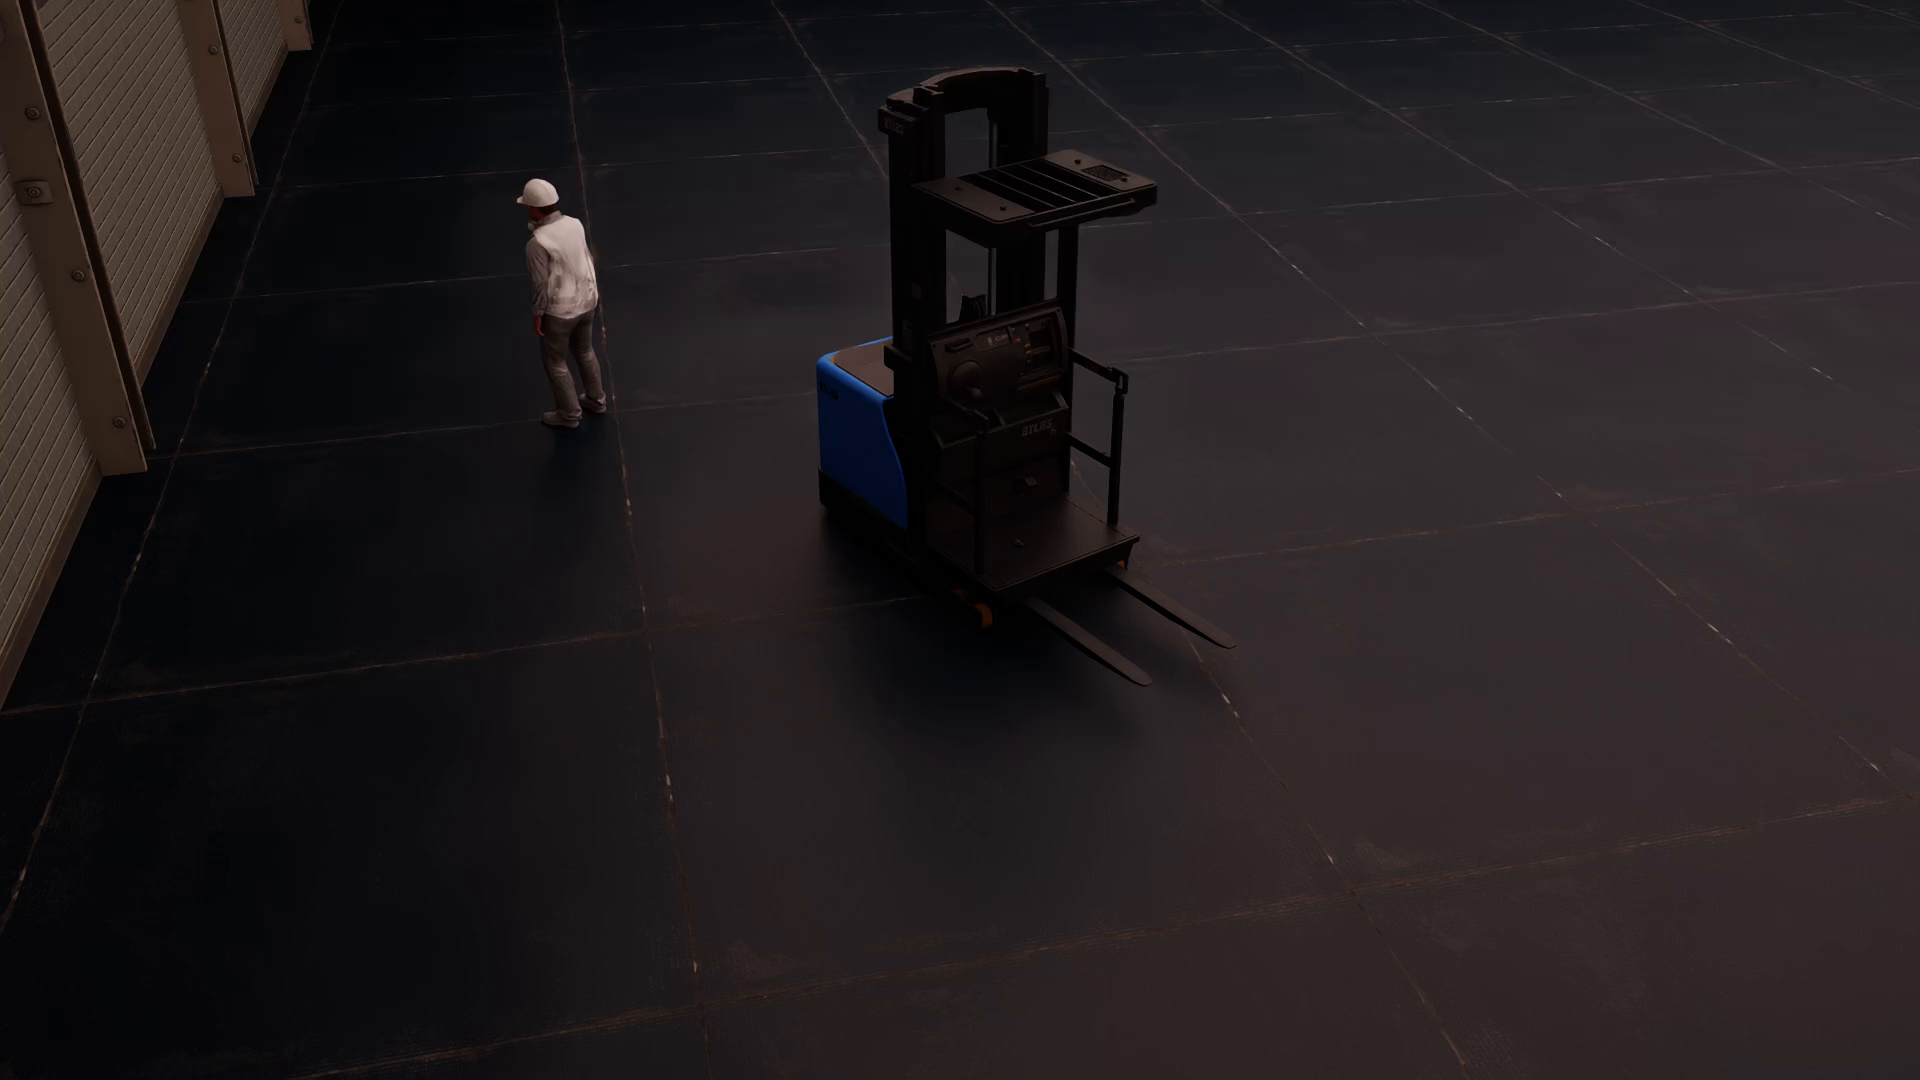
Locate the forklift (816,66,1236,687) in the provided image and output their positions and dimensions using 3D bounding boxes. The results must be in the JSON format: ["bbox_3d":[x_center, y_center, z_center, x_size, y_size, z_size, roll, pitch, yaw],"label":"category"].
[{"bbox_3d":[0.355,-1.021,9.338,1.130,2.935,3.031,-20,35,-30],"label":"forklift"}]

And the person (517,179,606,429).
[{"bbox_3d":[-2.767,-1.643,11.573,0.467,1.769,0.579,17,34,27],"label":"person"}]
